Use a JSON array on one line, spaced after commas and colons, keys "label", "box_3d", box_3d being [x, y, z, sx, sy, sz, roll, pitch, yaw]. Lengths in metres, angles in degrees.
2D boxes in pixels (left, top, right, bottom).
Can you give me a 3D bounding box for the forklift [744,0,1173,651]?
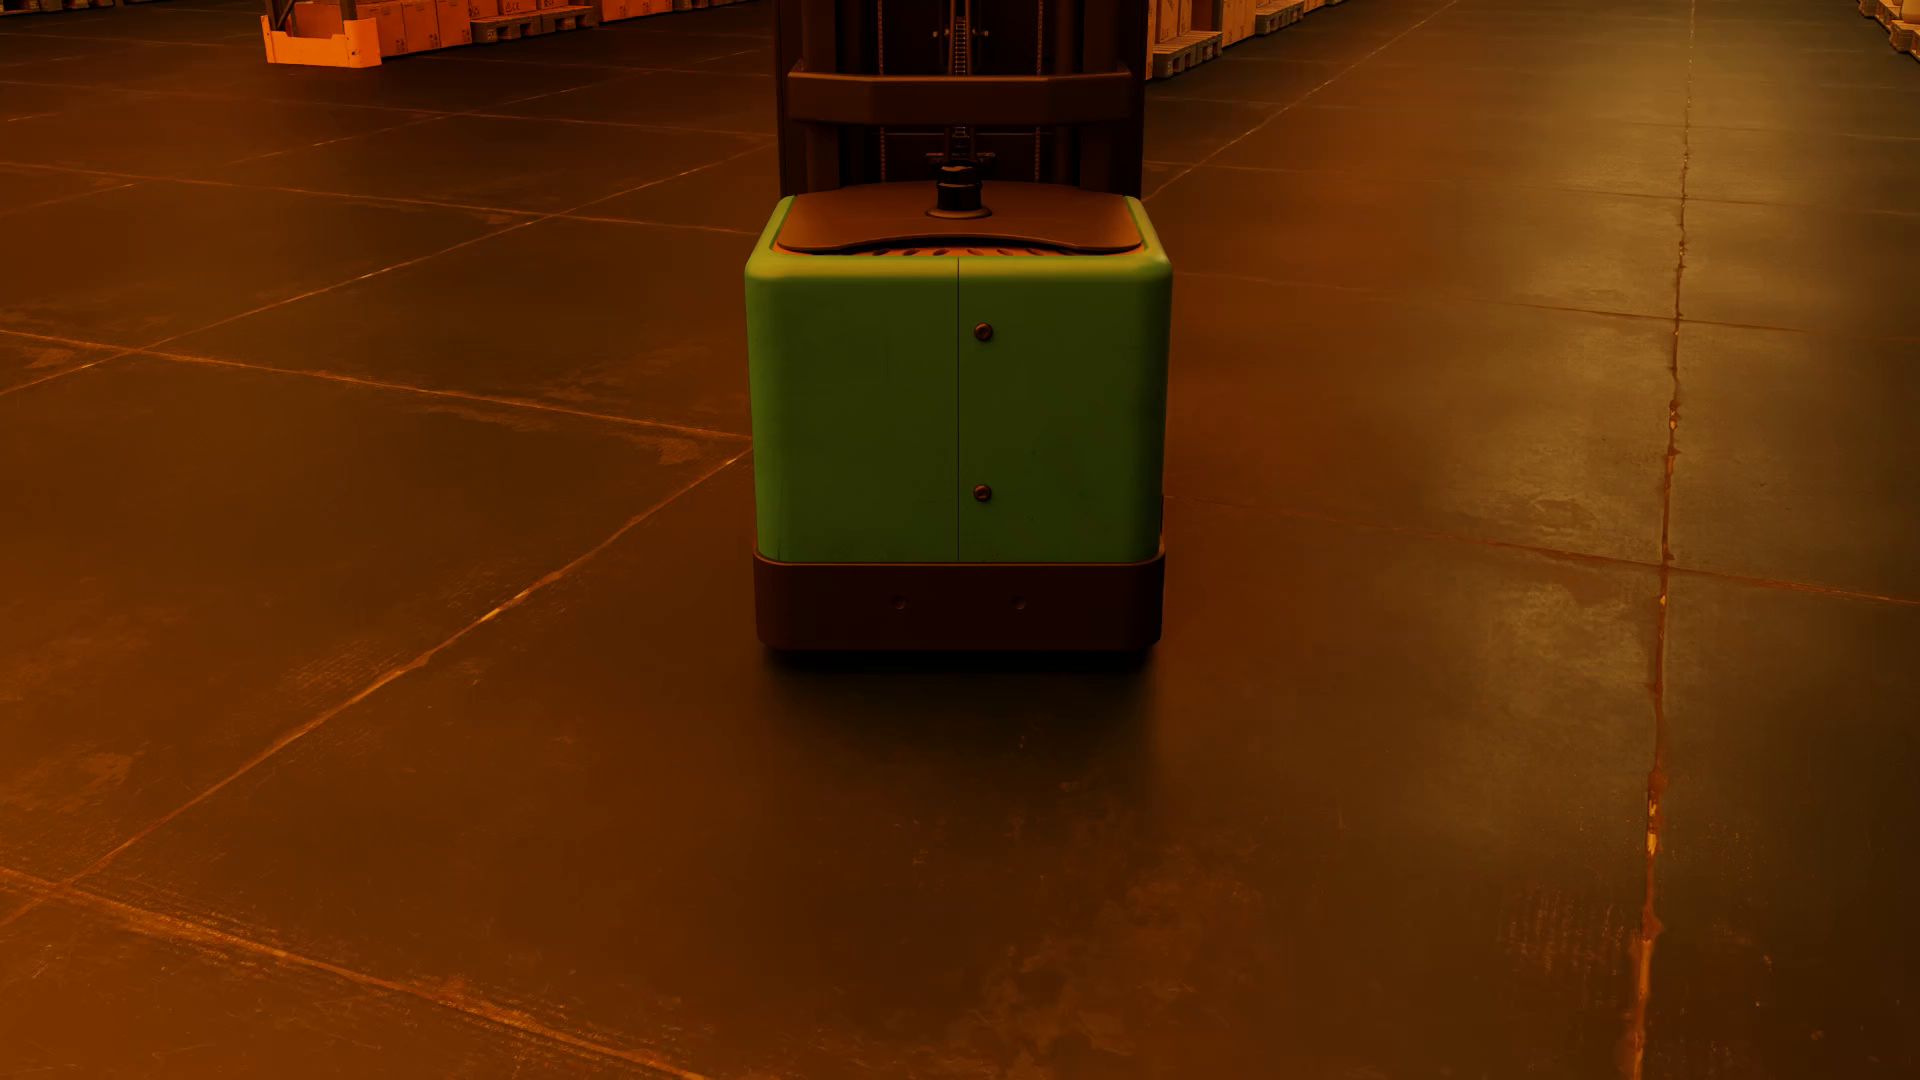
[{"label": "forklift", "box_3d": [0.002, -1.587, 5.089, 1.130, 2.935, 3.031, 0, 23, 0]}]
